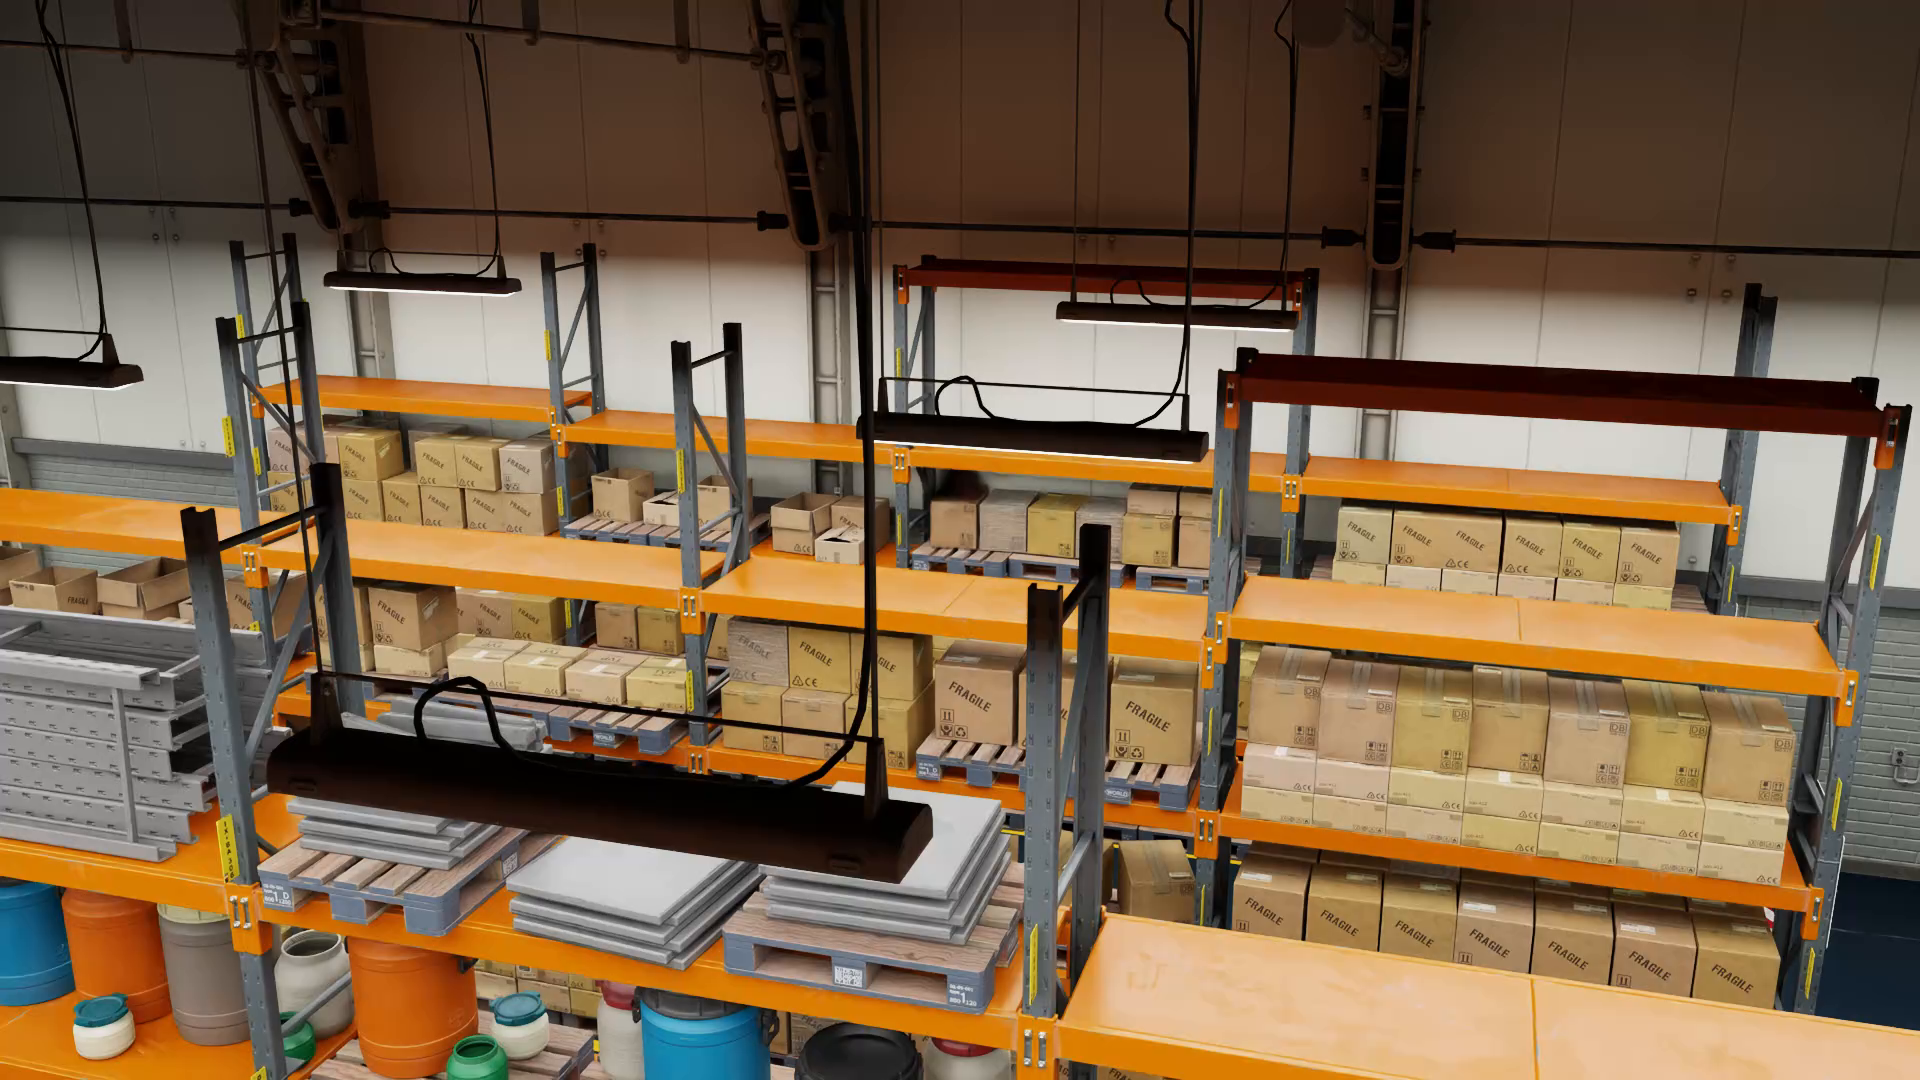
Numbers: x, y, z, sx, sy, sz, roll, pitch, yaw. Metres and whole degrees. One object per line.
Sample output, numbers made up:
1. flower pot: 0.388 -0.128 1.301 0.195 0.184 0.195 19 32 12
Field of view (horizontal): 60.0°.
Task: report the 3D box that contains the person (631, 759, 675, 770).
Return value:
1. person: -3.203 2.271 17.386 0.609 1.686 0.393 1 16 3
